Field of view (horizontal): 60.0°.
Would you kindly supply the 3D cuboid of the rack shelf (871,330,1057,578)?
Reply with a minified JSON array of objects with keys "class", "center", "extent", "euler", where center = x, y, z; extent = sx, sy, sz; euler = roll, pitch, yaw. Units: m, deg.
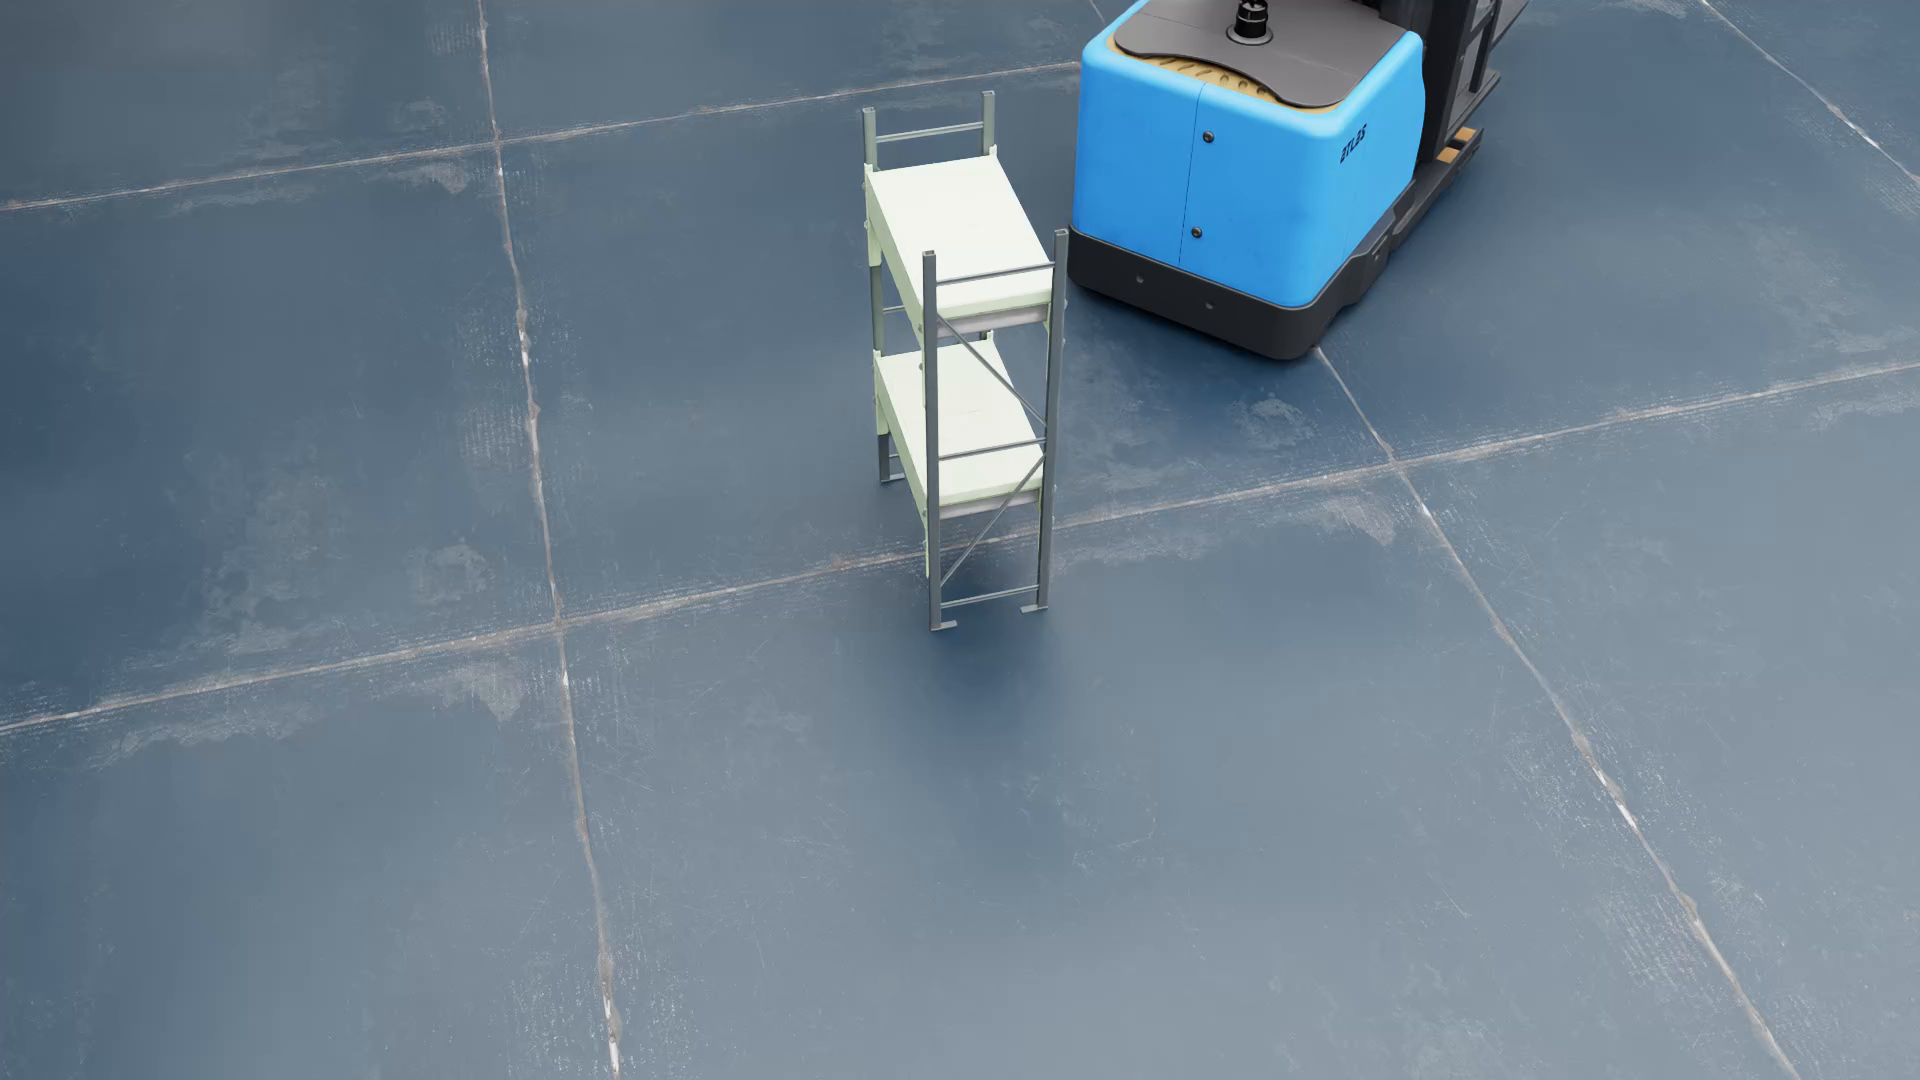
[{"class":"rack shelf","center":[0.002,-0.292,5.443],"extent":[0.431,0.370,0.720],"euler":[-11,47,-10]}]

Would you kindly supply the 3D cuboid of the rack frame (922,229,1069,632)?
[{"class":"rack frame","center":[0.095,-0.268,4.962],"extent":[0.400,1.500,0.023],"euler":[-11,47,-10]}]

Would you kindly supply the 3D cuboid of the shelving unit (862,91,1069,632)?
[{"class":"shelving unit","center":[0.002,-0.520,5.210],"extent":[0.431,1.500,0.755],"euler":[-11,47,-10]}]

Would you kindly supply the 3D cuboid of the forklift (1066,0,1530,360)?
[{"class":"forklift","center":[1.652,-2.740,6.383],"extent":[1.130,2.935,3.031],"euler":[25,51,22]}]

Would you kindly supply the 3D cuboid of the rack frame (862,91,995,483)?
[{"class":"rack frame","center":[-0.092,-0.773,5.457],"extent":[0.400,1.500,0.023],"euler":[-11,47,-10]}]

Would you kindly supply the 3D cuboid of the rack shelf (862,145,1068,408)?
[{"class":"rack shelf","center":[0.002,-0.793,4.931],"extent":[0.431,0.370,0.720],"euler":[-11,47,-10]}]
